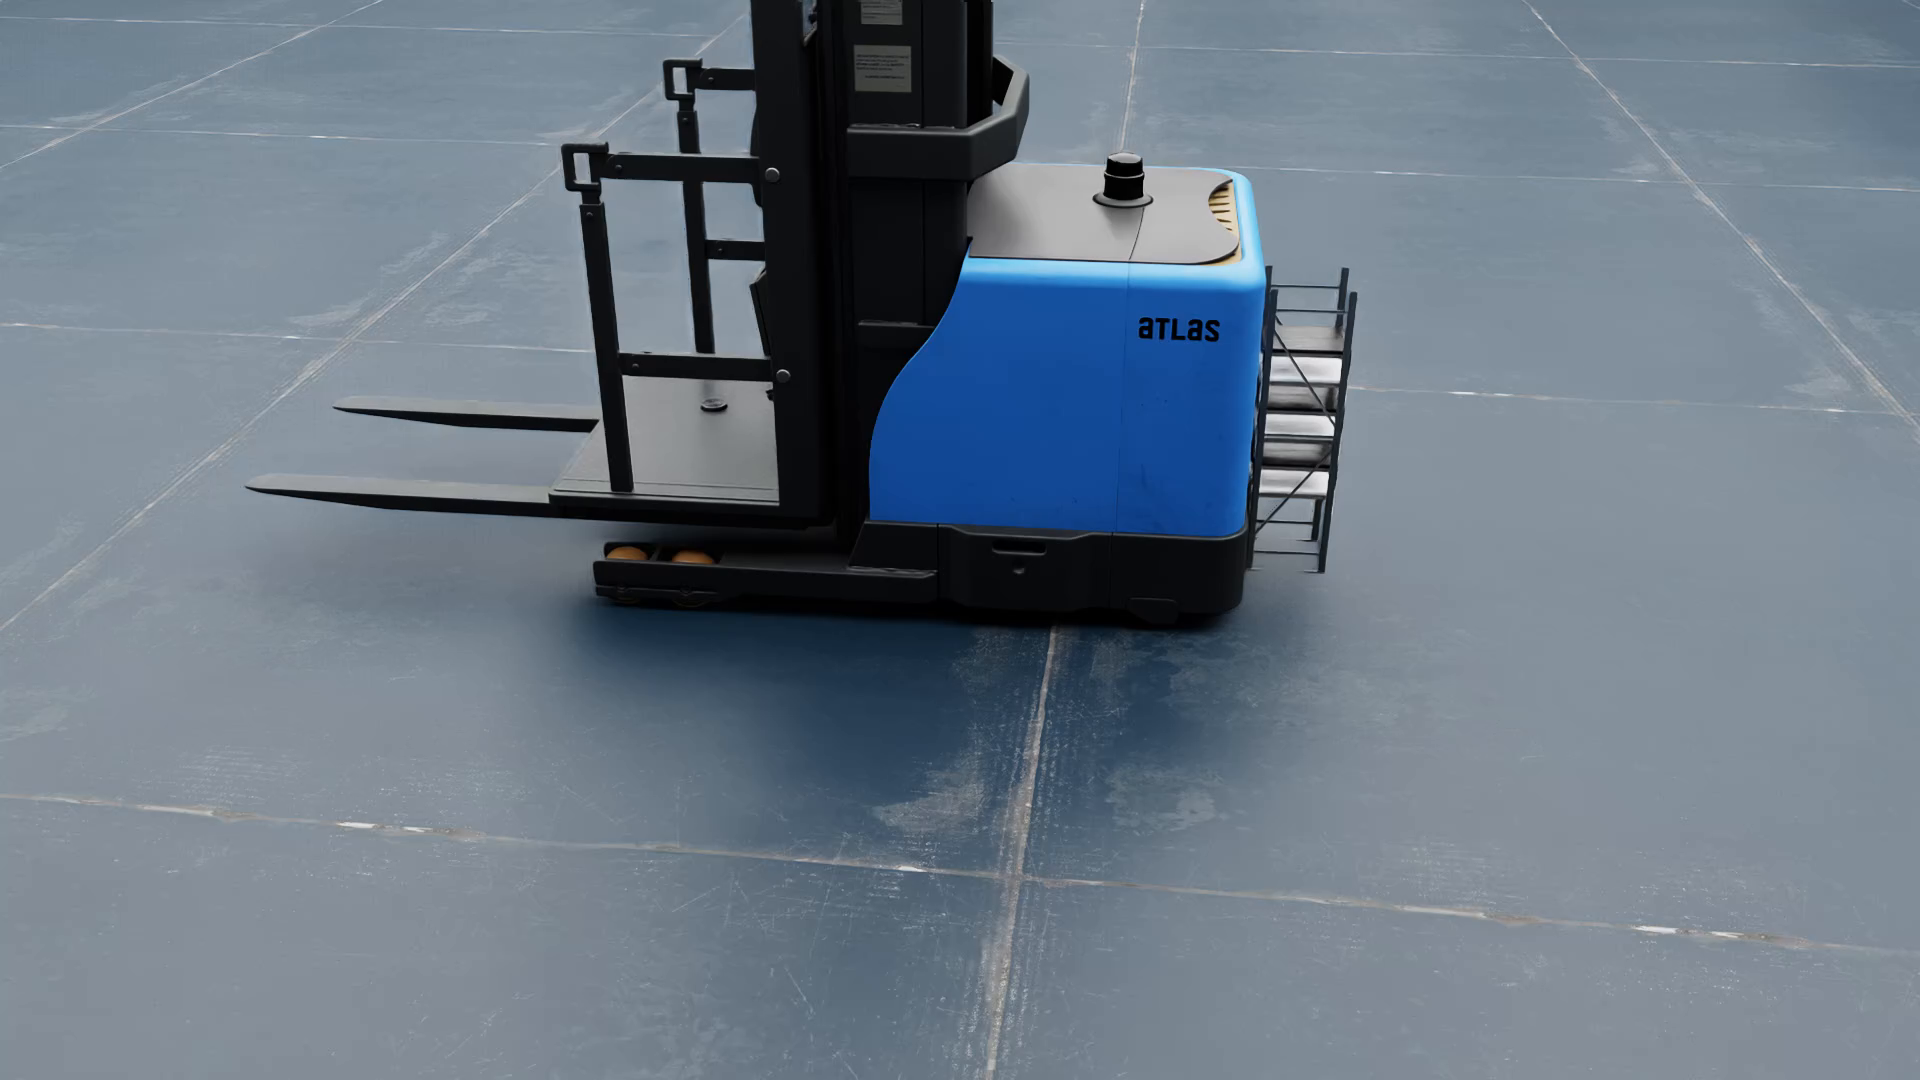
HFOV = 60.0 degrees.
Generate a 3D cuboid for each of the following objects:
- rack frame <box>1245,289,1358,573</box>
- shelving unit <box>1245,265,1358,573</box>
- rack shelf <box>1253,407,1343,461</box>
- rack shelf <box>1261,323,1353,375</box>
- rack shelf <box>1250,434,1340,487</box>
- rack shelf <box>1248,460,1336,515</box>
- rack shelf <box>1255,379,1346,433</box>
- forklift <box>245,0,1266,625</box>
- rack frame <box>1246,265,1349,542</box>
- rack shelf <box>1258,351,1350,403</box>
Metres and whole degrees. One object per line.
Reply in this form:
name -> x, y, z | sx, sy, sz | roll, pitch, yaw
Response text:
rack frame -> 0.990, -0.301, 4.859 | 0.240, 0.900, 0.006 | 2, 28, 4
shelving unit -> 0.999, -0.349, 4.949 | 0.258, 0.900, 0.210 | 2, 28, 4
rack shelf -> 0.999, -0.319, 4.964 | 0.258, 0.077, 0.200 | 2, 28, 4
rack shelf -> 0.999, -0.557, 4.836 | 0.258, 0.077, 0.200 | 2, 28, 4
rack shelf -> 0.999, -0.240, 5.007 | 0.258, 0.077, 0.200 | 2, 28, 4
rack shelf -> 0.999, -0.161, 5.050 | 0.258, 0.077, 0.200 | 2, 28, 4
rack shelf -> 0.999, -0.399, 4.922 | 0.258, 0.077, 0.200 | 2, 28, 4
forklift -> -0.649, -1.337, 4.641 | 3.031, 2.935, 1.130 | 3, 28, 5
rack frame -> 1.007, -0.397, 5.038 | 0.240, 0.900, 0.006 | 2, 28, 4
rack shelf -> 0.999, -0.478, 4.879 | 0.258, 0.077, 0.200 | 2, 28, 4
